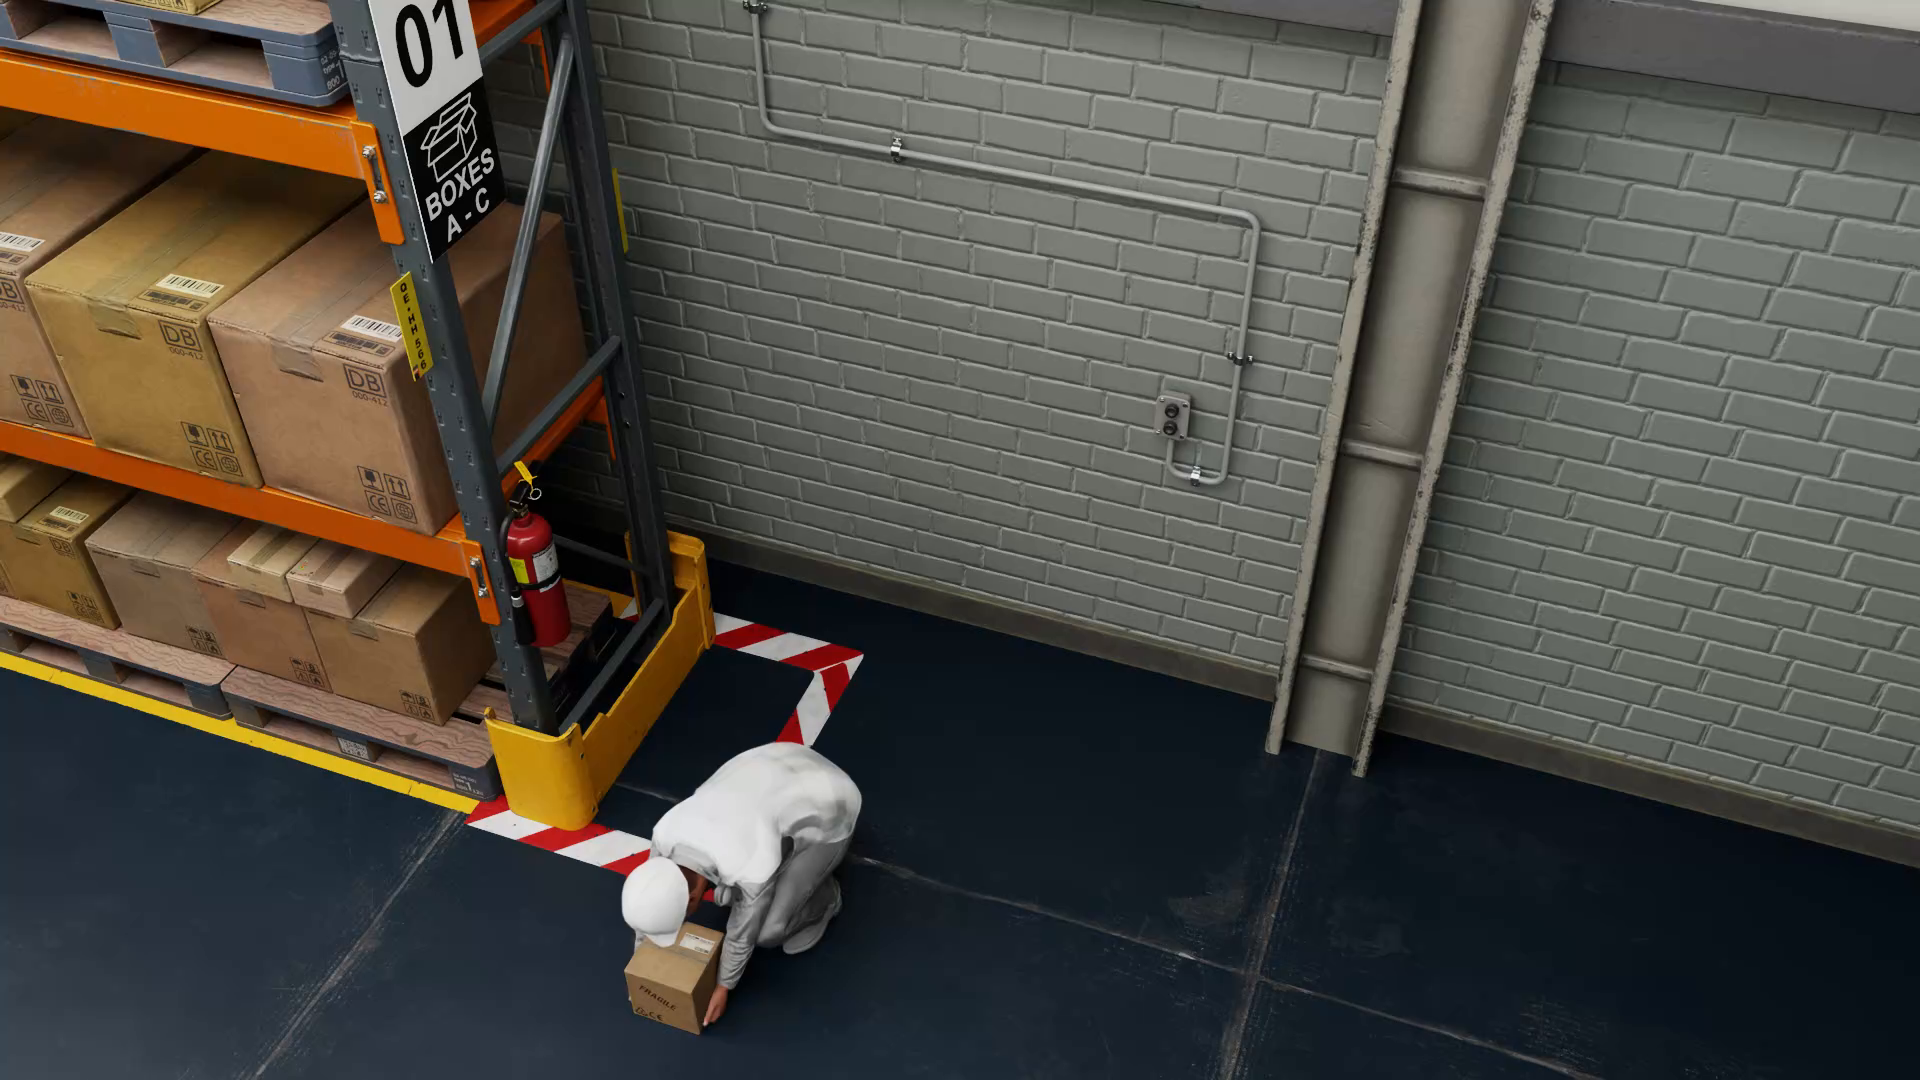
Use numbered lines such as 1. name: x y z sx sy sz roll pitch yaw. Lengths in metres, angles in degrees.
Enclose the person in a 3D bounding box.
1. person: -0.746 1.146 5.645 0.520 0.838 0.970 29 49 29
